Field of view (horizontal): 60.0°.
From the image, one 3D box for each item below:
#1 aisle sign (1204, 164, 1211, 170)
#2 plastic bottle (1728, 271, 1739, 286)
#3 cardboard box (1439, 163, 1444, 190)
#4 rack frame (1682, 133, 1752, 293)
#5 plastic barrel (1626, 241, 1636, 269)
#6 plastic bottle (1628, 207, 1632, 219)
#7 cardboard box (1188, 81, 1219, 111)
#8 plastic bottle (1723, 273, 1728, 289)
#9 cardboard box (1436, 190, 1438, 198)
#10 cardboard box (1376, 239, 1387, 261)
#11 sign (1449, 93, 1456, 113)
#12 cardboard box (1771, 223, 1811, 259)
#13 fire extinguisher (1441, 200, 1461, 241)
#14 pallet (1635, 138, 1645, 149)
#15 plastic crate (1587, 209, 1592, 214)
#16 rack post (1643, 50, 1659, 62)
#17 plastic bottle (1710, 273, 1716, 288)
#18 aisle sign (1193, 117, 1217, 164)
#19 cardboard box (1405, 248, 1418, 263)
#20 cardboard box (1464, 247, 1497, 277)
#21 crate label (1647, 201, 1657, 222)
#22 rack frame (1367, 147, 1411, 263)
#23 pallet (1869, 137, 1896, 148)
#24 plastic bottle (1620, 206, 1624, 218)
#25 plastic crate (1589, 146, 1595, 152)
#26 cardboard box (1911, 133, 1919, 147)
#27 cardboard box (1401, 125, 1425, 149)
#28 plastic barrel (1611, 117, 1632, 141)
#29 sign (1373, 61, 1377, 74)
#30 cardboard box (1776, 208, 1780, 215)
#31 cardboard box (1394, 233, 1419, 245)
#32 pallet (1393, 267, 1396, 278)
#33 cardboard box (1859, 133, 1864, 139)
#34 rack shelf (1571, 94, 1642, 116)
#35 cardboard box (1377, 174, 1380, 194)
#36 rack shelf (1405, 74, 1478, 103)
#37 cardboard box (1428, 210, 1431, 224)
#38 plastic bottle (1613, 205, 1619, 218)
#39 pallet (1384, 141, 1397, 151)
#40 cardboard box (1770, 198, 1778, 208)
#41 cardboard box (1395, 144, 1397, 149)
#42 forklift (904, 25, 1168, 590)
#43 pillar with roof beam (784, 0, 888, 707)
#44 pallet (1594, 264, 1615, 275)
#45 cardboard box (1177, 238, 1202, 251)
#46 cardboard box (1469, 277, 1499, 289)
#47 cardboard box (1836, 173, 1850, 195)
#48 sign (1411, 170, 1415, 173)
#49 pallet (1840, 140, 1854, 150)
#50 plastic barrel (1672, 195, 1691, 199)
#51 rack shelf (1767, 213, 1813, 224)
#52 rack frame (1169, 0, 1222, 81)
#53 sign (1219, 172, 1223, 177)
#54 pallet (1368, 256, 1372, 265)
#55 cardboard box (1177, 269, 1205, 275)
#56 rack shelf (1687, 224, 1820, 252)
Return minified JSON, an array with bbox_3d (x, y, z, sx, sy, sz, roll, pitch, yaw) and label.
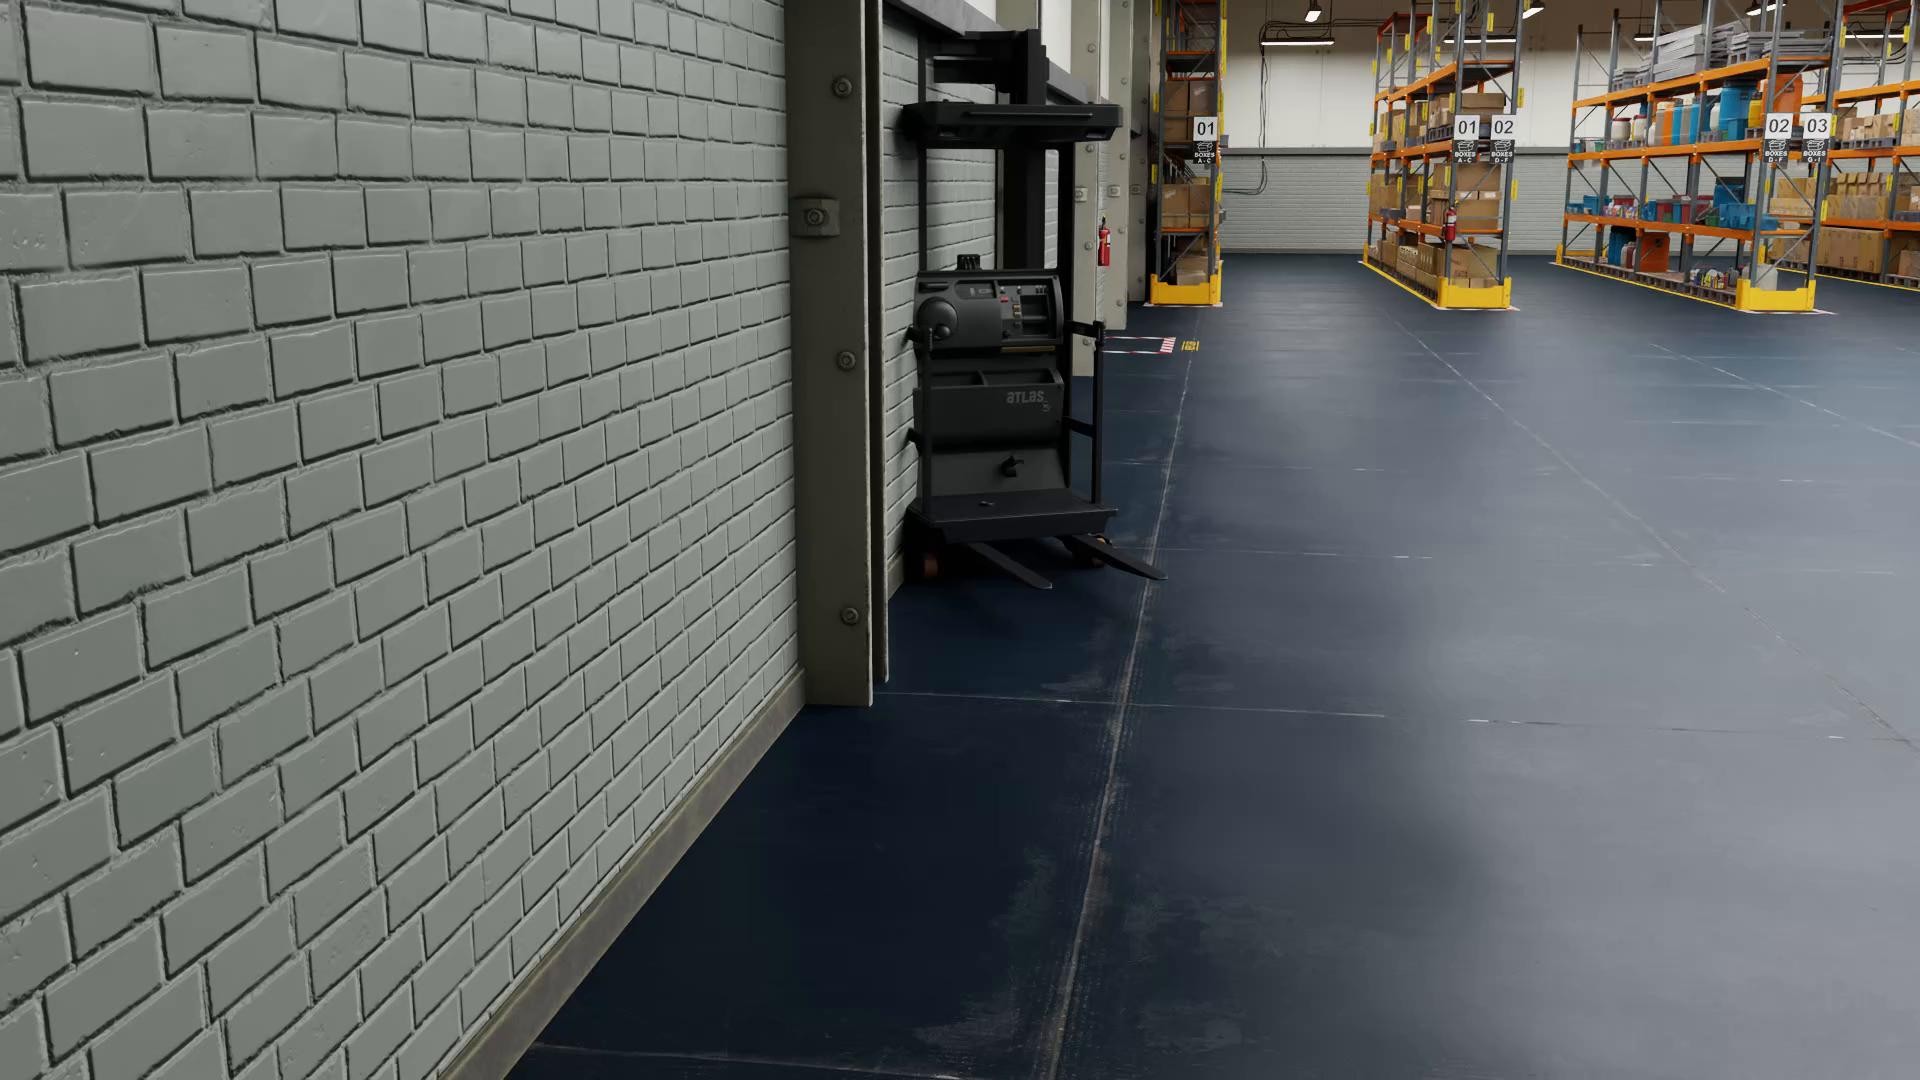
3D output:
[{"bbox_3d":[6.715,-10.258,44.303,0.394,0.787,0.004,2,12,9],"label":"aisle sign"},{"bbox_3d":[14.357,-4.863,30.860,0.152,0.276,0.135,2,12,9],"label":"plastic bottle"},{"bbox_3d":[9.241,-6.706,30.672,0.700,0.500,0.500,2,12,9],"label":"cardboard box"},{"bbox_3d":[14.351,-6.163,31.472,1.000,3.000,0.127,2,12,9],"label":"rack frame"},{"bbox_3d":[15.198,-6.360,37.111,0.600,0.588,0.708,2,12,9],"label":"plastic barrel"},{"bbox_3d":[14.738,-7.184,36.512,0.097,0.271,0.097,0,12,0],"label":"plastic bottle"},{"bbox_3d":[4.245,-7.738,28.999,0.500,0.500,0.500,1,12,5],"label":"cardboard box"},{"bbox_3d":[13.756,-4.663,29.912,0.061,0.283,0.133,2,12,9],"label":"plastic bottle"},{"bbox_3d":[9.068,-6.428,30.924,0.380,0.149,0.250,1,12,7],"label":"cardboard box"},{"bbox_3d":[10.495,-7.111,40.758,0.500,0.500,0.500,2,12,9],"label":"cardboard box"},{"bbox_3d":[8.308,-7.373,28.051,0.100,0.325,0.005,2,12,9],"label":"sign"},{"bbox_3d":[21.071,-7.532,41.868,0.875,0.875,0.875,2,12,9],"label":"cardboard box"},{"bbox_3d":[8.364,-5.444,28.320,0.296,0.674,0.183,2,12,9],"label":"fire extinguisher"},{"bbox_3d":[15.180,-8.526,35.764,1.003,0.211,1.213,2,12,9],"label":"pallet"},{"bbox_3d":[15.488,-7.965,40.343,0.437,0.125,0.590,2,12,9],"label":"plastic crate"},{"bbox_3d":[14.989,-10.346,35.416,0.624,0.289,0.986,2,12,9],"label":"rack post"},{"bbox_3d":[13.672,-4.691,30.062,0.152,0.276,0.135,2,12,7],"label":"plastic bottle"},{"bbox_3d":[4.232,-6.898,28.709,0.394,0.787,0.004,2,12,9],"label":"aisle sign"},{"bbox_3d":[9.470,-5.870,34.311,0.500,0.311,0.500,2,12,8],"label":"cardboard box"},{"bbox_3d":[9.219,-4.928,29.491,0.500,0.500,0.500,2,12,9],"label":"cardboard box"},{"bbox_3d":[14.546,-6.815,34.413,0.502,0.435,0.616,2,12,9],"label":"crate label"},{"bbox_3d":[11.302,-8.823,43.811,1.000,3.000,0.127,2,12,9],"label":"rack frame"},{"bbox_3d":[19.906,-8.345,34.925,1.213,0.211,1.003,2,12,11],"label":"pallet"},{"bbox_3d":[14.831,-7.341,37.214,0.061,0.283,0.133,2,12,9],"label":"plastic bottle"},{"bbox_3d":[15.401,-9.443,40.197,0.293,0.136,0.466,2,12,9],"label":"plastic crate"},{"bbox_3d":[19.457,-8.032,33.379,0.500,0.250,0.500,2,12,10],"label":"cardboard box"},{"bbox_3d":[10.106,-8.764,36.184,0.910,0.500,0.500,2,12,9],"label":"cardboard box"},{"bbox_3d":[15.252,-9.465,38.354,0.433,0.535,0.433,0,12,0],"label":"plastic barrel"},{"bbox_3d":[10.766,-12.268,43.154,0.100,0.325,0.005,2,12,9],"label":"sign"},{"bbox_3d":[20.633,-8.208,41.556,0.380,0.149,0.250,2,12,7],"label":"cardboard box"},{"bbox_3d":[9.988,-6.731,37.216,0.500,0.250,0.500,2,12,11],"label":"cardboard box"},{"bbox_3d":[10.224,-5.948,37.093,1.003,0.211,1.213,2,12,9],"label":"pallet"},{"bbox_3d":[20.098,-8.912,36.705,0.380,0.149,0.250,1,12,6],"label":"cardboard box"},{"bbox_3d":[15.889,-10.630,40.617,1.077,0.370,4.000,2,12,9],"label":"rack shelf"},{"bbox_3d":[10.663,-8.853,41.341,0.500,0.500,0.500,2,12,9],"label":"cardboard box"},{"bbox_3d":[9.764,-9.126,33.638,1.077,0.370,4.000,2,12,9],"label":"rack shelf"},{"bbox_3d":[9.489,-6.355,32.718,0.500,0.250,0.500,3,12,12],"label":"cardboard box"},{"bbox_3d":[14.991,-7.491,37.928,0.152,0.276,0.135,2,12,9],"label":"plastic bottle"},{"bbox_3d":[10.361,-9.015,38.030,1.213,0.211,1.003,2,12,9],"label":"pallet"},{"bbox_3d":[20.750,-8.482,41.880,0.500,0.250,0.500,2,12,7],"label":"cardboard box"},{"bbox_3d":[10.499,-9.493,40.157,0.500,0.250,0.500,2,12,9],"label":"cardboard box"},{"bbox_3d":[0.203,-1.309,9.108,1.130,2.935,3.031,-4,13,-19],"label":"forklift"},{"bbox_3d":[3.762,-3.623,5.442,9.100,9.000,0.400,2,12,9],"label":"pillar with roof beam"},{"bbox_3d":[15.421,-6.306,38.754,1.003,0.211,1.213,2,12,9],"label":"pallet"},{"bbox_3d":[4.723,-6.089,34.239,0.500,0.250,0.500,2,12,7],"label":"cardboard box"},{"bbox_3d":[9.144,-4.457,29.086,0.500,0.250,0.500,2,12,9],"label":"cardboard box"},{"bbox_3d":[20.385,-8.074,37.720,0.797,0.503,0.637,2,12,7],"label":"cardboard box"},{"bbox_3d":[11.848,-9.521,43.553,0.100,0.325,0.005,2,12,9],"label":"sign"},{"bbox_3d":[20.383,-8.848,37.266,0.805,0.209,1.217,1,12,6],"label":"pallet"},{"bbox_3d":[15.194,-6.956,34.827,0.600,0.536,0.708,2,12,9],"label":"plastic barrel"},{"bbox_3d":[20.783,-7.733,40.462,1.077,0.370,4.000,2,12,9],"label":"rack shelf"},{"bbox_3d":[4.561,-9.417,32.329,1.000,3.000,0.127,2,12,9],"label":"rack frame"},{"bbox_3d":[6.941,-9.644,44.311,0.100,0.325,0.005,2,12,9],"label":"sign"},{"bbox_3d":[11.169,-7.277,43.261,1.003,0.211,1.213,2,12,9],"label":"pallet"},{"bbox_3d":[4.229,-4.812,30.540,0.500,0.311,0.500,3,13,13],"label":"cardboard box"},{"bbox_3d":[14.043,-5.395,29.616,1.077,0.370,4.000,2,12,9],"label":"rack shelf"}]
